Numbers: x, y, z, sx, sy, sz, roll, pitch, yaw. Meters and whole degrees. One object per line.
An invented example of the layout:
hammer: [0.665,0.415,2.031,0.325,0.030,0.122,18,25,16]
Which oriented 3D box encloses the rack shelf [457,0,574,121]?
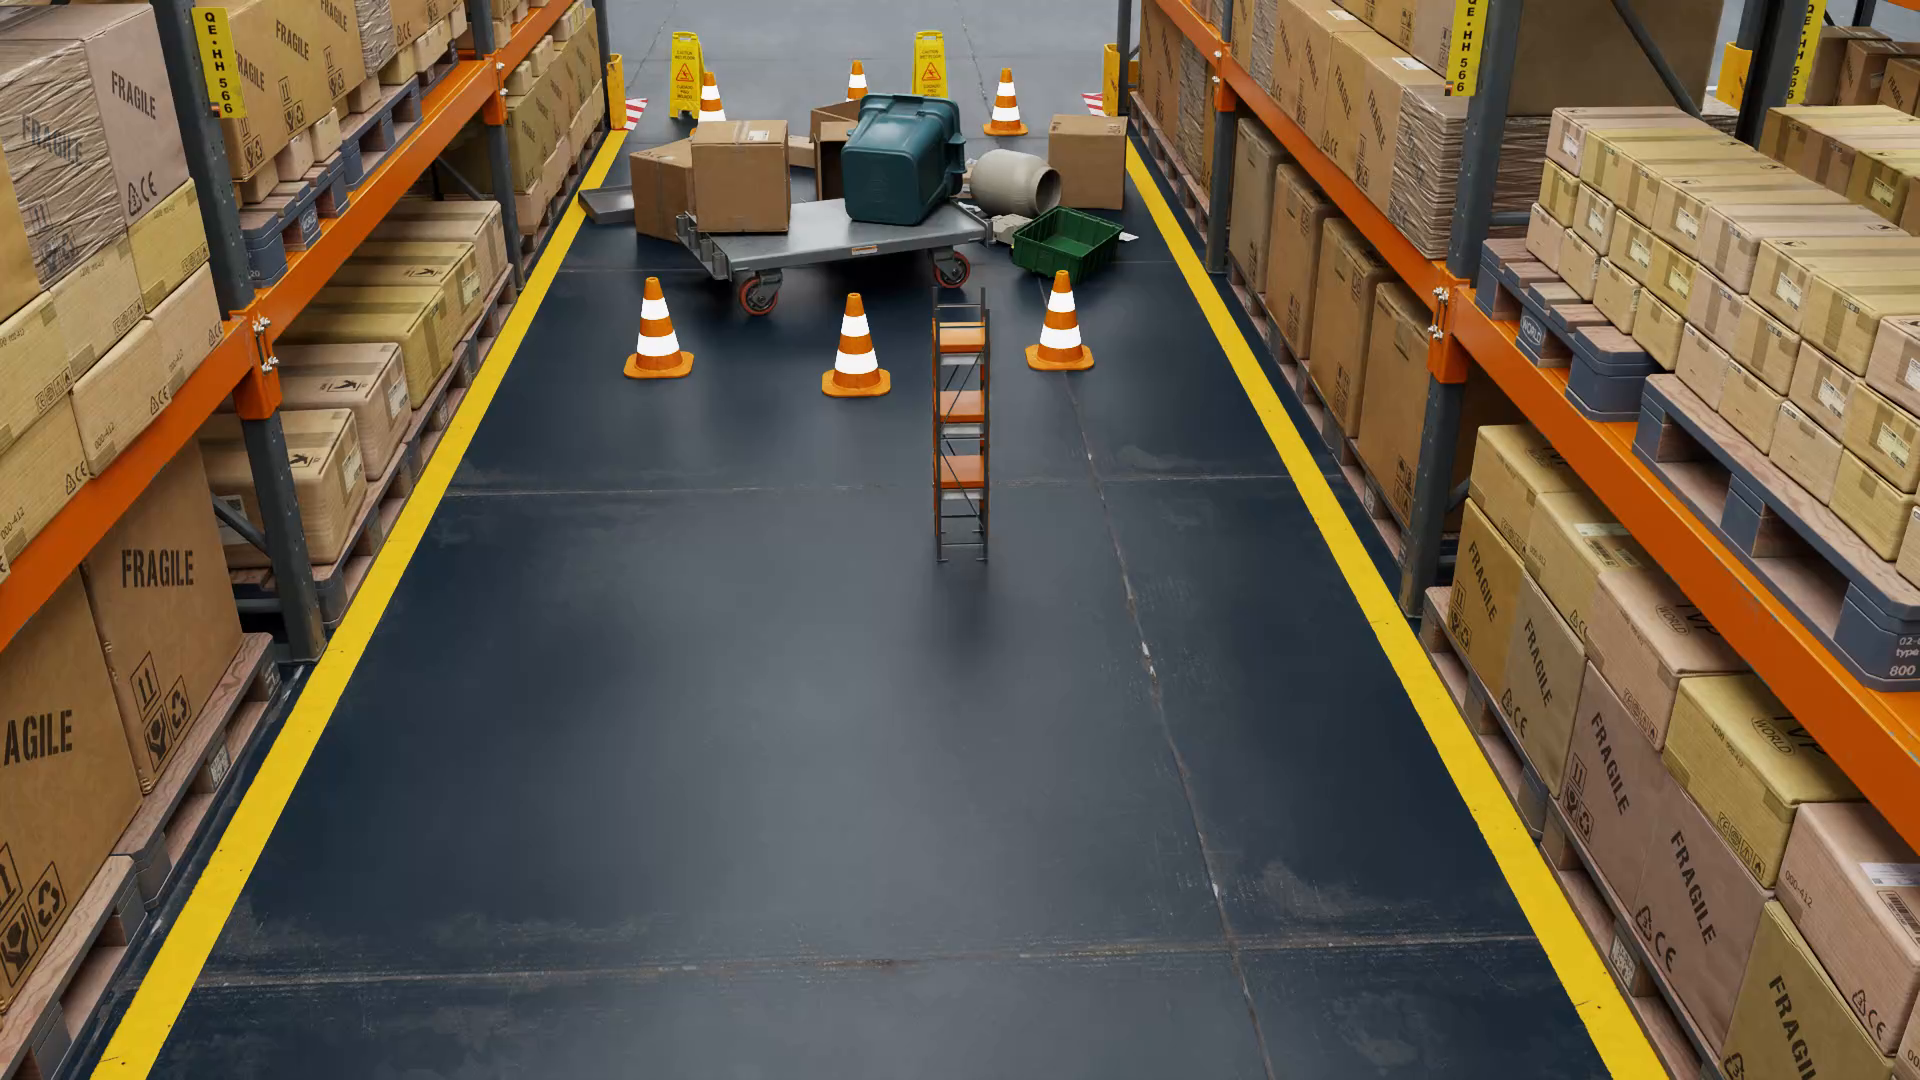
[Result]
rack shelf: [-3.094,-3.357,10.720,1.077,0.370,4.000,-1,28,-3]

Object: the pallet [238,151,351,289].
pallet: [-2.925,-1.146,5.911,1.213,0.211,1.003,-1,28,-3]

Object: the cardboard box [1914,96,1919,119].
cardboard box: [6.777,-2.804,11.131,0.500,0.500,0.500,-4,28,-7]

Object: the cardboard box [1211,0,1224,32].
cardboard box: [1.917,-3.155,9.393,0.875,0.550,0.550,-1,28,-3]

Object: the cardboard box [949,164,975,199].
cardboard box: [0.019,-2.455,11.170,0.396,0.266,0.258,3,28,6]

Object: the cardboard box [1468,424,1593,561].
cardboard box: [1.951,-0.157,5.245,0.500,0.250,0.500,-3,28,-5]

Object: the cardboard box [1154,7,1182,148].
cardboard box: [1.889,-3.292,11.661,0.875,0.875,0.875,-2,28,-3]

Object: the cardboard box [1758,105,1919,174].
cardboard box: [2.640,-1.194,4.970,0.380,0.149,0.250,-2,28,-5]

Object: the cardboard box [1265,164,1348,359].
cardboard box: [2.117,-1.377,8.125,1.050,0.750,0.750,-1,28,-3]

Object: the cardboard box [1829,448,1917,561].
cardboard box: [2.076,-0.079,3.475,0.380,0.149,0.250,0,28,0]

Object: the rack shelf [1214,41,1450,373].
rack shelf: [2.053,-1.676,7.497,1.077,0.370,4.000,-1,28,-3]

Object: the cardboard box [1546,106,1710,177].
cardboard box: [1.988,-1.189,4.961,0.380,0.149,0.250,-1,28,-3]

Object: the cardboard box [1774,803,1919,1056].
cardboard box: [2.061,0.790,3.429,0.500,0.250,0.500,0,28,0]

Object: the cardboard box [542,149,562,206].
cardboard box: [-2.790,-2.244,10.328,0.500,0.250,0.500,0,28,0]

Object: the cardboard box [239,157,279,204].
cardboard box: [-2.594,-1.265,5.750,0.380,0.149,0.250,-3,28,-6]

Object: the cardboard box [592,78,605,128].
cardboard box: [-2.887,-3.188,12.139,0.500,0.250,0.500,-2,28,-3]

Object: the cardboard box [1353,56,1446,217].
cardboard box: [1.841,-1.547,6.364,0.500,0.500,0.500,-1,28,-3]

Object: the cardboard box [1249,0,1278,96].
cardboard box: [1.734,-2.480,8.153,0.500,0.500,0.500,-1,28,-2]

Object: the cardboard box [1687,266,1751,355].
cardboard box: [2.041,-0.570,4.094,0.380,0.149,0.250,-1,28,-3]

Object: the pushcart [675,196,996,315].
pushcart: [-0.716,-1.667,9.539,1.648,0.377,0.936,-11,30,-20]

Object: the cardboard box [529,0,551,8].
cardboard box: [-2.743,-3.385,10.268,0.380,0.149,0.250,-1,28,-2]

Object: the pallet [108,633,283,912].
pallet: [-2.815,0.698,5.184,1.003,0.211,1.213,-1,28,-3]

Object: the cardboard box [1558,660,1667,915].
cardboard box: [2.000,0.653,4.503,0.500,0.500,0.500,-2,28,-4]

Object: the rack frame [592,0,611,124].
rack frame: [-3.199,-4.599,12.324,1.000,3.000,0.127,-1,28,-3]

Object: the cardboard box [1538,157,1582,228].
cardboard box: [1.982,-1.050,5.015,0.380,0.149,0.250,0,28,0]

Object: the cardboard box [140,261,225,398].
cardboard box: [-2.495,-0.611,4.840,0.500,0.250,0.500,-2,28,-4]

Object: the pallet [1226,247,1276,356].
pallet: [2.064,-1.327,9.066,1.003,0.211,1.213,-1,28,-3]

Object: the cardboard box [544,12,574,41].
cardboard box: [-2.788,-3.417,11.064,0.380,0.149,0.250,0,28,0]

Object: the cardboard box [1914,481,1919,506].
cardboard box: [2.092,-0.092,3.179,0.380,0.149,0.250,-3,28,-5]

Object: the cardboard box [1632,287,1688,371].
cardboard box: [2.023,-0.561,4.400,0.380,0.149,0.250,0,28,0]

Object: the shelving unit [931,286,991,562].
shelving unit: [0.003,-0.441,6.460,0.215,1.050,0.252,-1,28,-3]

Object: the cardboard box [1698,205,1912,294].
cardboard box: [2.042,-0.707,4.036,0.380,0.149,0.250,0,28,0]

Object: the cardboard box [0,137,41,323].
cardboard box: [-2.439,-0.694,3.647,0.500,0.500,0.500,-1,28,-3]

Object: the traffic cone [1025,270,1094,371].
traffic cone: [0.510,-1.138,8.431,0.336,0.463,0.334,-1,28,-3]

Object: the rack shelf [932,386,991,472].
rack shelf: [0.003,-0.431,6.465,0.215,0.259,0.240,-1,28,-3]

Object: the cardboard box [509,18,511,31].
cardboard box: [-2.751,-2.909,9.356,0.380,0.149,0.250,-1,28,-1]

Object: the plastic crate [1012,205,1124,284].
plastic crate: [0.631,-1.745,9.832,0.450,0.188,0.662,22,34,18]

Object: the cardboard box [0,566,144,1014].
cardboard box: [-2.786,0.584,4.230,0.875,0.875,0.875,-1,28,-2]

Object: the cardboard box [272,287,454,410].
cardboard box: [-2.881,-0.878,7.577,0.950,0.372,0.625,0,28,-1]

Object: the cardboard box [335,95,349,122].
cardboard box: [-2.700,-1.759,6.697,0.380,0.149,0.250,0,28,-1]

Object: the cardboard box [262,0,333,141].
cardboard box: [-2.608,-1.721,5.922,0.500,0.500,0.500,0,28,0]

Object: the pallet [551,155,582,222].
pallet: [-3.127,-2.390,11.103,1.003,0.211,1.213,-1,28,-3]

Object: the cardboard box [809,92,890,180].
cardboard box: [-0.579,-2.742,11.464,0.797,0.503,0.637,-23,35,-37]

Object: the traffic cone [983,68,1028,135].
traffic cone: [0.349,-3.361,12.694,0.336,0.463,0.334,-1,28,-3]

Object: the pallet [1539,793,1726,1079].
pallet: [2.257,1.088,4.435,1.003,0.211,1.213,-1,28,-3]

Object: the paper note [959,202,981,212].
paper note: [0.050,-2.181,10.907,0.172,0.023,0.155,8,29,15]

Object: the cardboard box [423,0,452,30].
cardboard box: [-2.709,-2.678,7.756,0.500,0.500,0.500,-1,28,-2]

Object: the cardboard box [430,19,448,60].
cardboard box: [-2.642,-2.355,7.840,0.380,0.149,0.250,-2,28,-3]

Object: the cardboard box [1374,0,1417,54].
cardboard box: [2.087,-2.236,6.605,0.700,0.500,0.500,-2,28,-3]

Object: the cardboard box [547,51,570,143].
cardboard box: [-2.816,-2.817,10.616,0.500,0.500,0.500,0,28,0]

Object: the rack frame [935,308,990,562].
rack frame: [0.009,-0.384,6.352,0.200,1.050,0.008,-1,28,-3]

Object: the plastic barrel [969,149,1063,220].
plastic barrel: [0.357,-2.263,10.631,0.512,0.421,0.421,19,33,32]

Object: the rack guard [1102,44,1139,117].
rack guard: [1.738,-3.668,13.242,1.175,0.500,0.348,-1,28,-3]

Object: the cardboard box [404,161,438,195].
cardboard box: [-3.289,-2.318,9.659,0.500,0.500,0.500,-2,28,-3]
